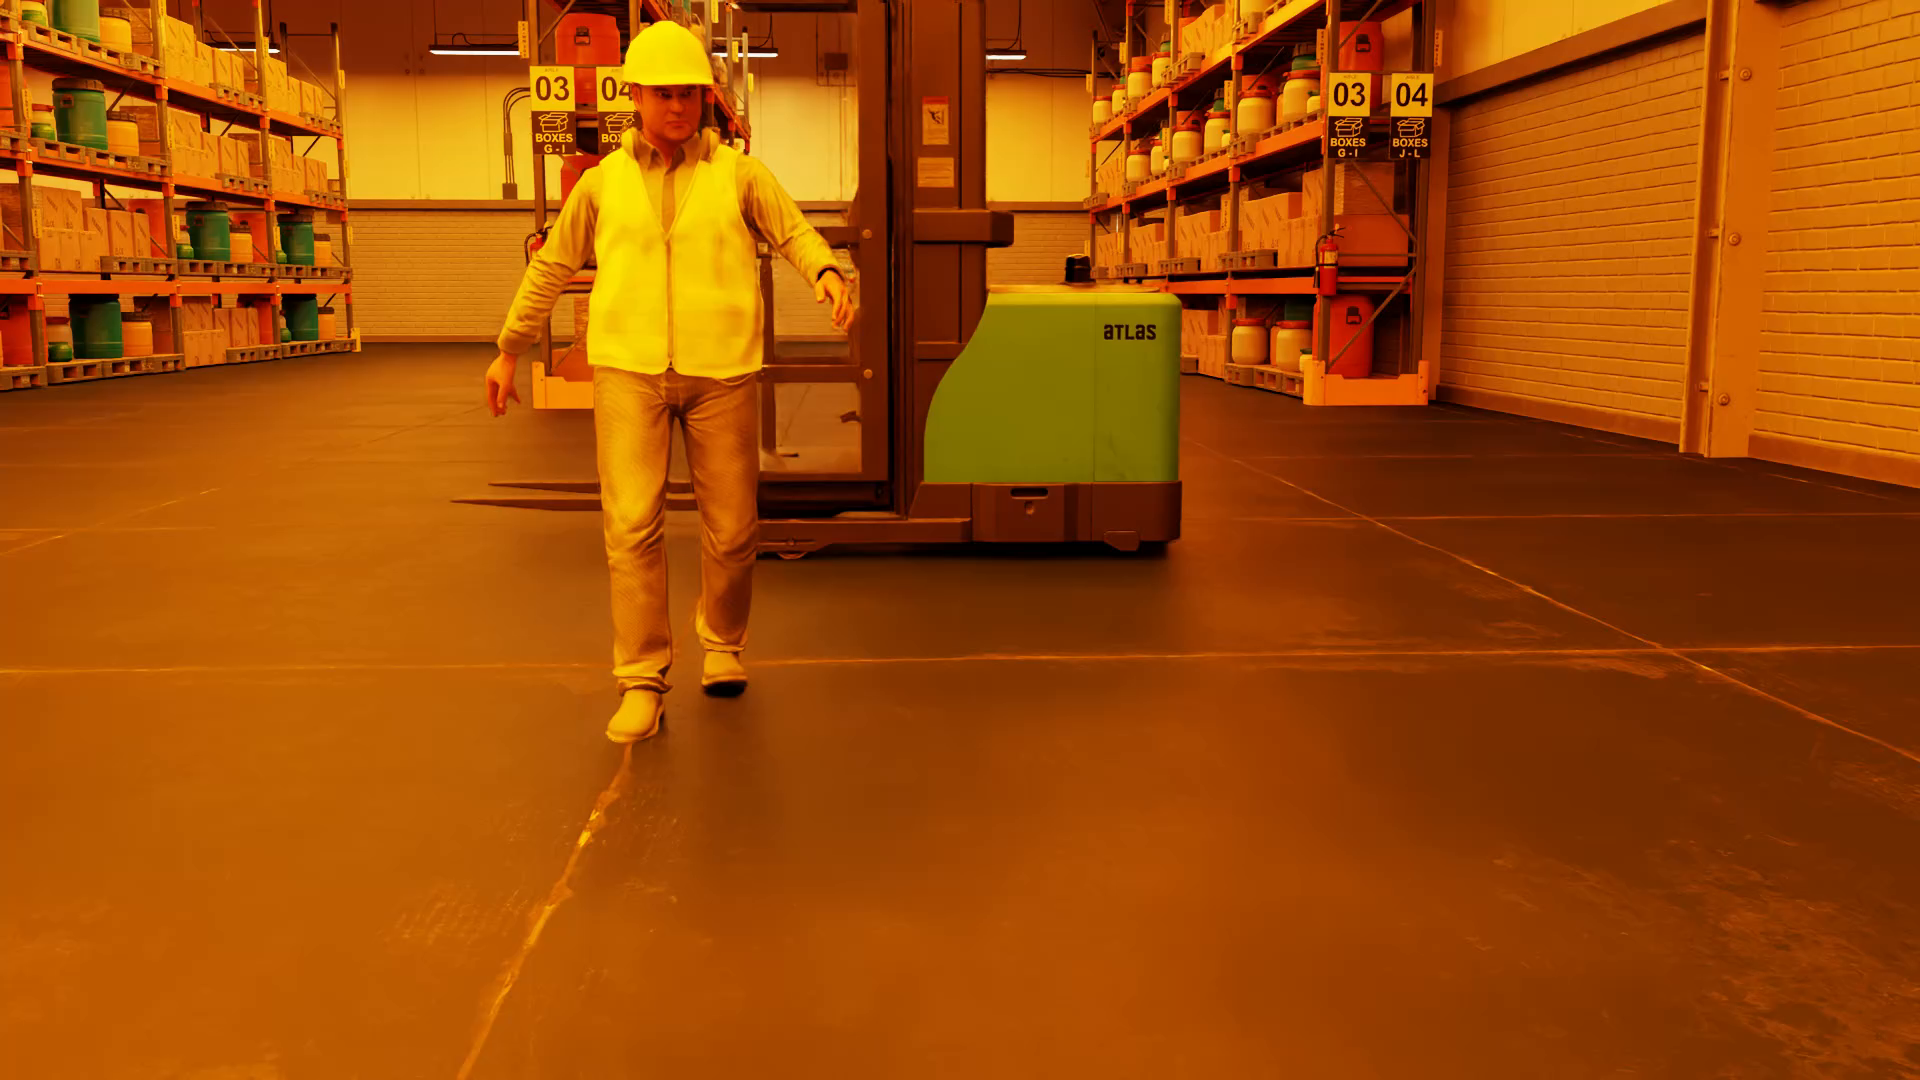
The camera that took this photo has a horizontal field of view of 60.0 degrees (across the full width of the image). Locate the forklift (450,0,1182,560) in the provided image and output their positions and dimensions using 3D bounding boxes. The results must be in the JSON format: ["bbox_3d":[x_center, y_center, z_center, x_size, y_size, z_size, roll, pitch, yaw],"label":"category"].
[{"bbox_3d":[-0.611,-1.447,7.075,3.031,2.935,1.130,0,8,-1],"label":"forklift"}]

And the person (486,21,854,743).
[{"bbox_3d":[-0.756,-0.418,4.237,0.943,1.753,0.755,-1,8,-6],"label":"person"}]
